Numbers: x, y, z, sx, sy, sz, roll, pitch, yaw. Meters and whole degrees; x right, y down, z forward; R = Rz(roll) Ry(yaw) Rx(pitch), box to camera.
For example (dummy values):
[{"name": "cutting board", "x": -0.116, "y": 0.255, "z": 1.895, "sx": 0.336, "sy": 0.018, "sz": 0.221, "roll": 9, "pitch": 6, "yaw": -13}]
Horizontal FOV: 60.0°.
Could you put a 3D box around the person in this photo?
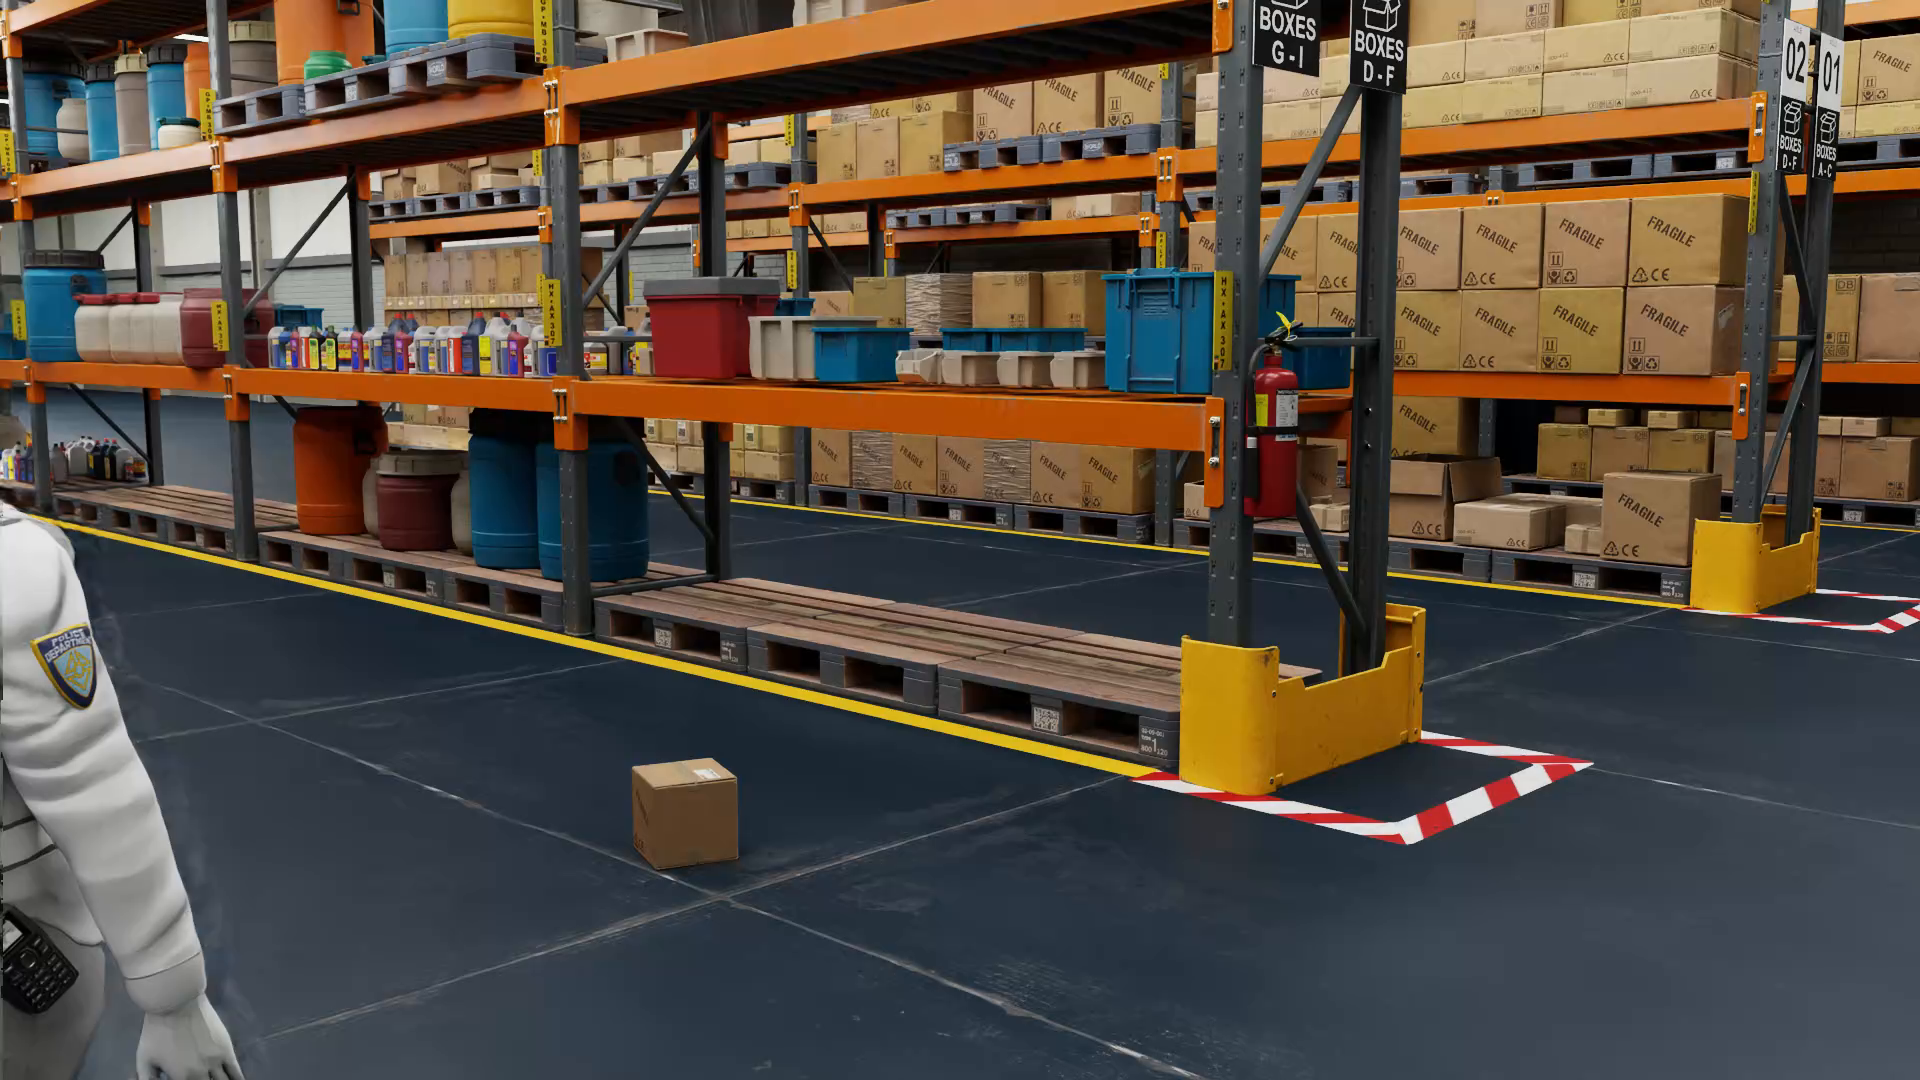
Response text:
[{"name": "person", "x": -1.145, "y": 0.489, "z": 1.767, "sx": 0.556, "sy": 1.607, "sz": 1.008, "roll": 4, "pitch": 8, "yaw": 28}]
